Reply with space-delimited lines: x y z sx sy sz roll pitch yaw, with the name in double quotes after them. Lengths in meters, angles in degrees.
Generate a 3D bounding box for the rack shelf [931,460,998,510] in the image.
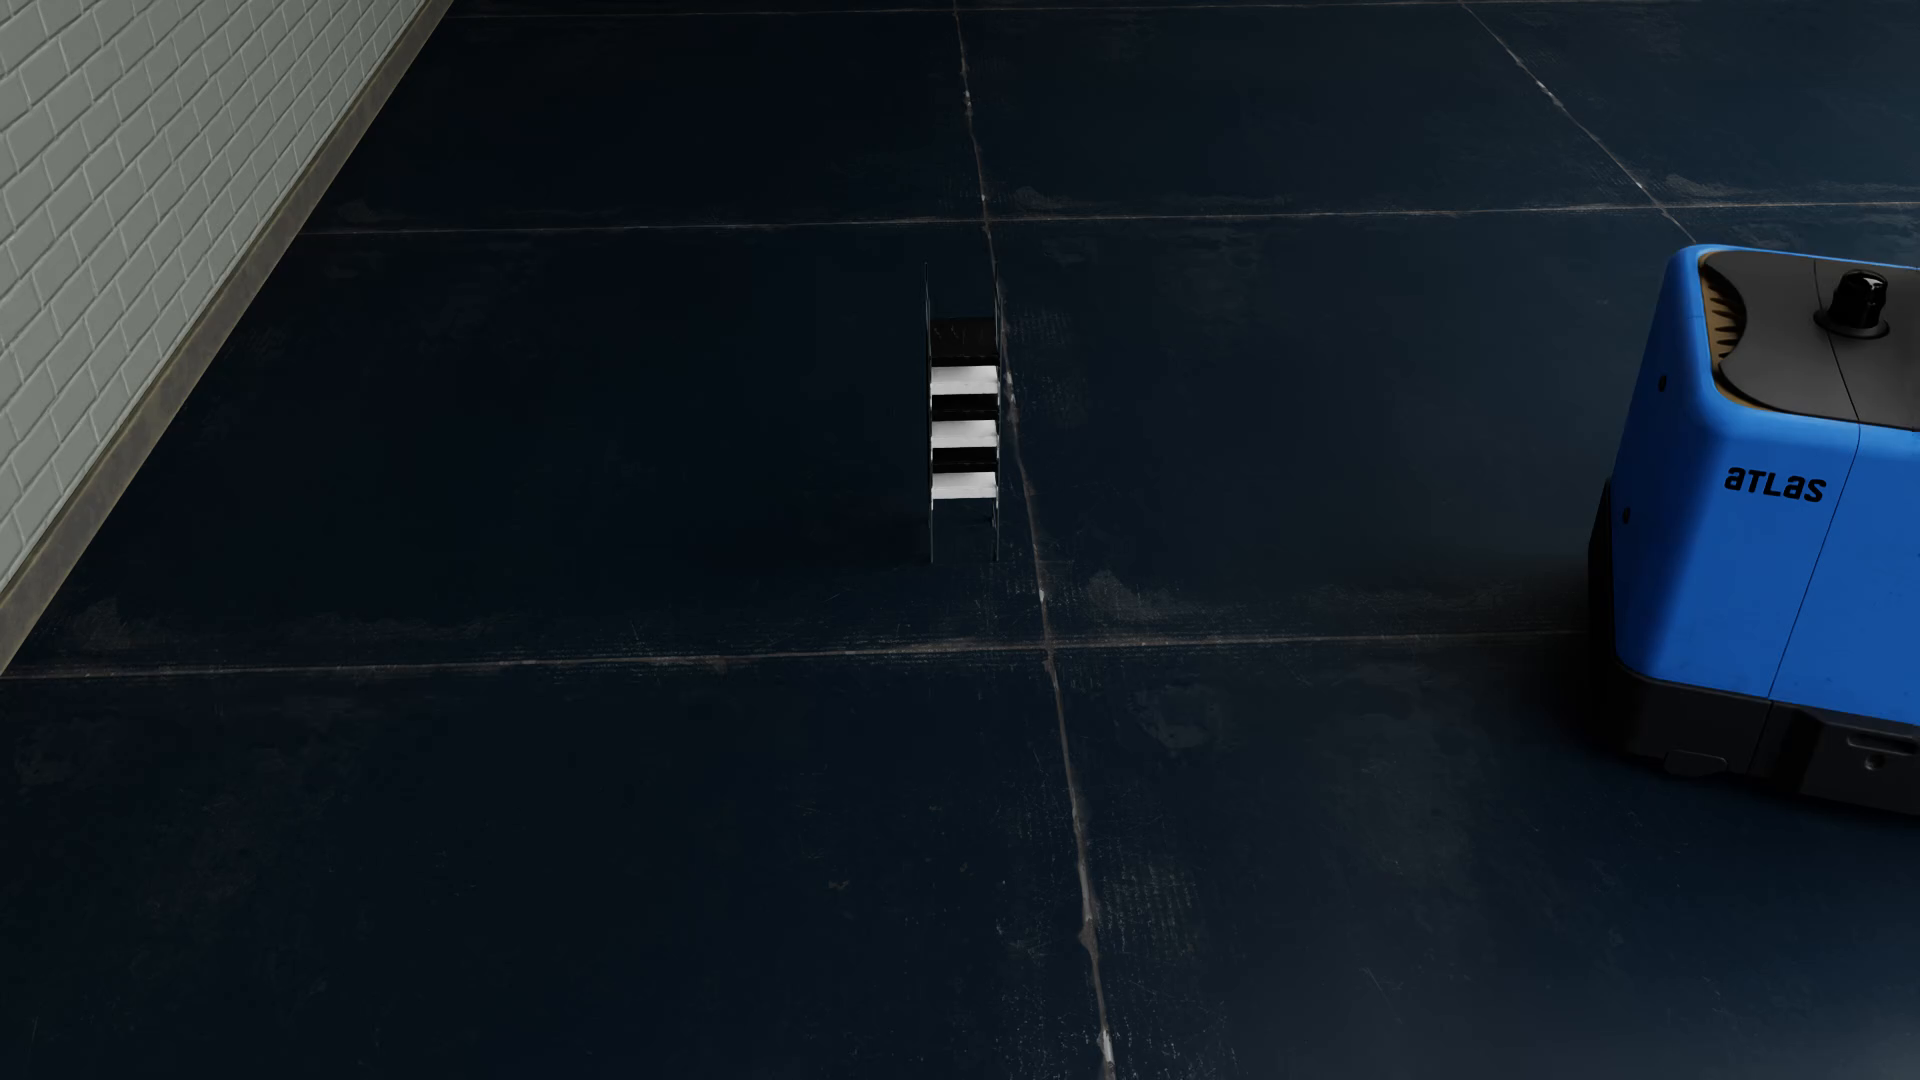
0.008 -0.195 5.116 0.200 0.077 0.258 -2 35 -2 "rack shelf"

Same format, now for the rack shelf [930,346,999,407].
0.008 -0.491 4.911 0.200 0.077 0.258 -2 35 -2 "rack shelf"

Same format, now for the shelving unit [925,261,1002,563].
0.008 -0.370 4.994 0.210 0.900 0.258 -2 35 -2 "shelving unit"

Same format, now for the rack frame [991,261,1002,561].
0.110 -0.373 4.998 0.006 0.900 0.240 -2 35 -2 "rack frame"

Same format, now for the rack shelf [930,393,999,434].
0.008 -0.417 4.962 0.200 0.077 0.258 -2 35 -2 "rack shelf"

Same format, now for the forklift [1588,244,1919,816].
3.250 -0.642 3.602 3.031 2.935 1.130 10 36 14 "forklift"

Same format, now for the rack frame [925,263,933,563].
-0.093 -0.368 4.990 0.006 0.900 0.240 -2 35 -2 "rack frame"

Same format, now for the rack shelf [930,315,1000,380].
0.008 -0.565 4.860 0.200 0.077 0.258 -2 35 -2 "rack shelf"

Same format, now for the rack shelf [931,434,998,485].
0.008 -0.269 5.064 0.200 0.077 0.258 -2 35 -2 "rack shelf"

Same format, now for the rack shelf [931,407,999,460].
0.008 -0.343 5.013 0.200 0.077 0.258 -2 35 -2 "rack shelf"
